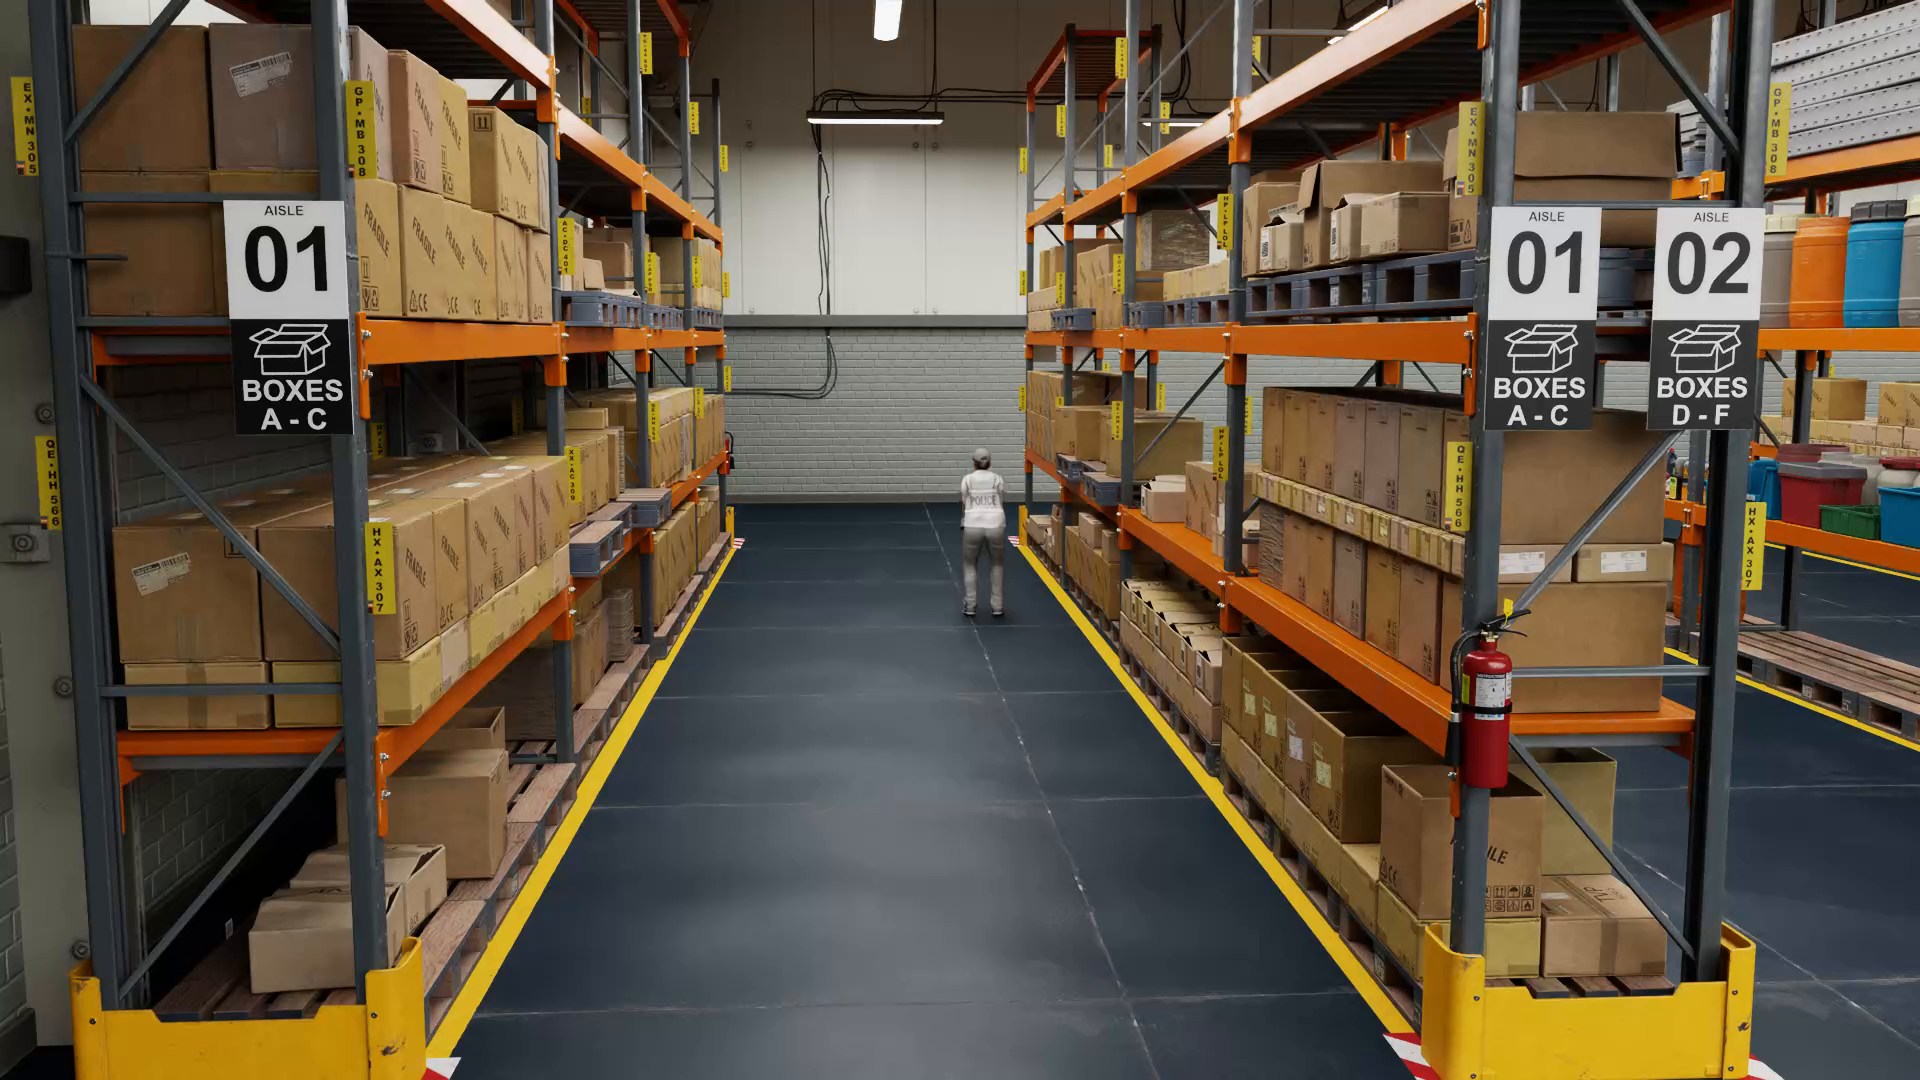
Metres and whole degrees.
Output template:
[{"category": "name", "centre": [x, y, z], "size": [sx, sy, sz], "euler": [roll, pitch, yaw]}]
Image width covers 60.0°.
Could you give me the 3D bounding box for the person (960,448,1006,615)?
[{"category": "person", "centre": [0.224, -0.085, 16.496], "size": [0.452, 1.660, 0.560], "euler": [0, 7, -4]}]
